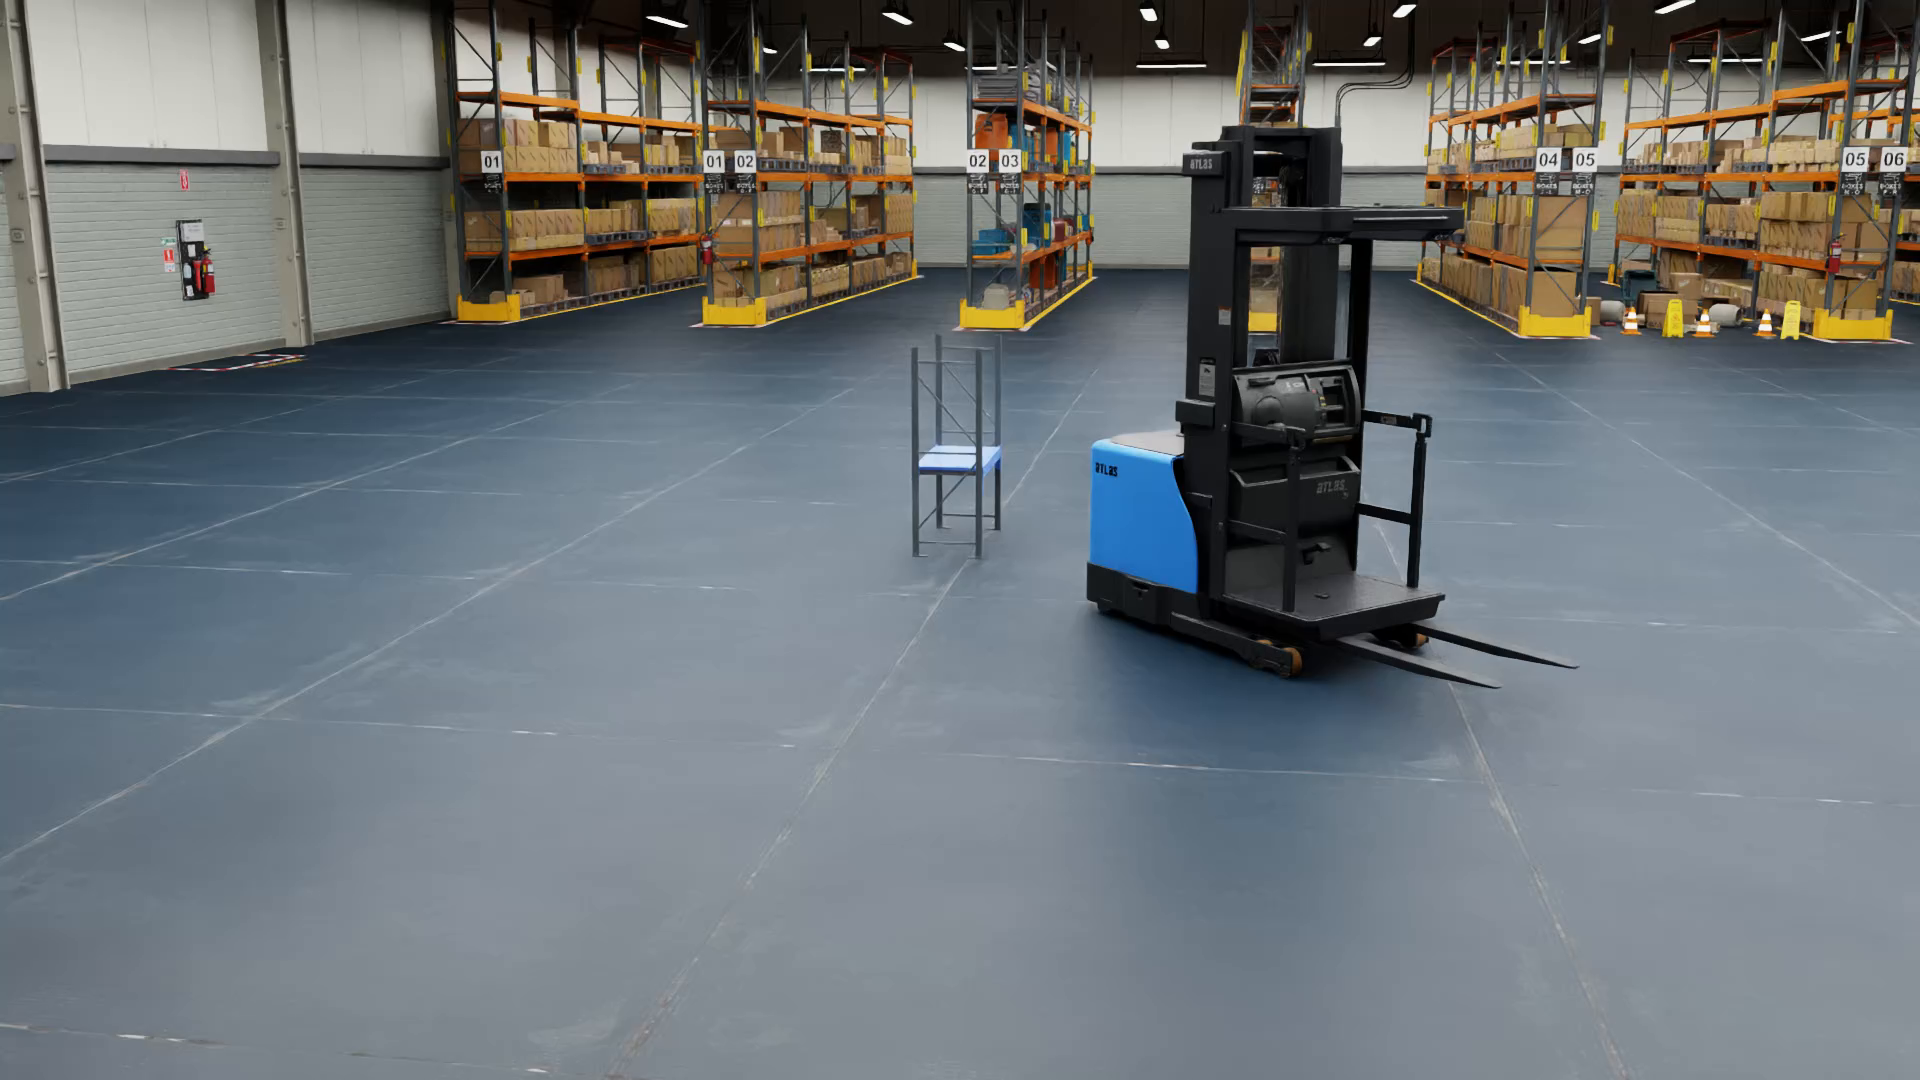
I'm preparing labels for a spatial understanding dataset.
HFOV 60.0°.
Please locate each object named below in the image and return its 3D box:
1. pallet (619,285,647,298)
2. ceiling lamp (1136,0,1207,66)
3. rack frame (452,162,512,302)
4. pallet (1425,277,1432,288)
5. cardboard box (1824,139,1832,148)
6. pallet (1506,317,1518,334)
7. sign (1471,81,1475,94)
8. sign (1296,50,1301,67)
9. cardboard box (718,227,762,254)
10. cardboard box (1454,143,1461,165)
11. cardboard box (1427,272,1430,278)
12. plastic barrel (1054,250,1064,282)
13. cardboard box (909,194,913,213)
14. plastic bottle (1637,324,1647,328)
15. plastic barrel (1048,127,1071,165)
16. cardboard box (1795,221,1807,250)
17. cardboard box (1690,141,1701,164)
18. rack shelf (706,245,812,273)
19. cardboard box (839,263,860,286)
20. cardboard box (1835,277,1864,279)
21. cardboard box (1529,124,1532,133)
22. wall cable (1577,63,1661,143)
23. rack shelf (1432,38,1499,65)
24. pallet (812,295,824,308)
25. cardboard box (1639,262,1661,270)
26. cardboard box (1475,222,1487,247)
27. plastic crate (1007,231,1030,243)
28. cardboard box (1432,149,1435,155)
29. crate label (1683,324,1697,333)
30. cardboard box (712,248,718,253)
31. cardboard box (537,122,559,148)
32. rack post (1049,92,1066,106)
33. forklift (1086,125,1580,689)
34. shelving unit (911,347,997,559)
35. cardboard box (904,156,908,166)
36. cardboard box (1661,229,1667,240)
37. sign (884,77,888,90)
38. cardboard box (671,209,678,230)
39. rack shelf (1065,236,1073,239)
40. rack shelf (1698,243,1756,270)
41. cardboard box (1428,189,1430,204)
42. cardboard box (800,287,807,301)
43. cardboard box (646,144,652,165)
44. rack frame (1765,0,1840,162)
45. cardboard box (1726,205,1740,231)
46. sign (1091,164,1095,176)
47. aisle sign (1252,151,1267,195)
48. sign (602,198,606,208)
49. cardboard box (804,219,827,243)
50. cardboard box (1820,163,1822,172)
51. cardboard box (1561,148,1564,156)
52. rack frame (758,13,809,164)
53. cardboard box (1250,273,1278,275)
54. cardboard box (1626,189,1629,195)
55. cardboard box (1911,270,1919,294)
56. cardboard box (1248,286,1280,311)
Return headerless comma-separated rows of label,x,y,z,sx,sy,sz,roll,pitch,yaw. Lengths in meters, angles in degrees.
pallet,-8.053,-5.865,39.207,1.003,0.211,1.213,2,12,9
ceiling lamp,5.989,-15.019,46.868,2.000,3.144,0.800,2,12,9
rack frame,-9.162,-5.725,31.940,1.000,3.000,0.127,2,12,9
pallet,12.506,-6.593,42.583,1.003,0.211,1.213,2,12,9
cardboard box,15.172,-6.842,28.706,0.380,0.149,0.250,2,12,8
pallet,10.452,-3.868,29.941,1.003,0.211,1.213,2,12,9
sign,13.413,-11.837,43.467,0.100,0.325,0.005,2,12,9
sign,6.670,-9.483,32.732,0.100,0.325,0.005,2,12,9
cardboard box,-4.182,-5.711,31.637,0.700,0.500,0.500,2,12,9
cardboard box,11.885,-8.965,38.610,0.797,0.503,0.637,2,12,8
cardboard box,12.263,-6.842,42.891,0.380,0.149,0.250,1,12,6
plastic barrel,2.263,-6.822,41.012,0.600,0.901,0.708,2,12,9
cardboard box,-1.603,-9.332,46.067,0.500,0.500,0.500,2,12,8
plastic bottle,12.528,-3.947,30.664,0.133,0.061,0.283,-2,12,-11
plastic barrel,2.361,-9.459,39.957,0.600,0.901,0.708,2,12,9
cardboard box,15.286,-5.447,29.706,0.500,0.500,0.500,2,12,8
cardboard box,16.508,-8.521,36.558,0.700,0.500,0.500,1,12,6
rack shelf,-3.959,-5.630,33.207,1.077,0.370,4.000,2,12,9
cardboard box,-2.684,-6.310,39.540,0.500,0.500,0.500,2,12,11
cardboard box,15.790,-4.423,29.649,0.500,0.500,0.500,1,12,7
cardboard box,10.163,-7.183,29.052,0.380,0.149,0.250,2,12,9
wall cable,19.113,-12.354,48.460,2.355,3.000,0.029,2,12,9
rack shelf,12.560,-12.182,41.479,1.077,0.370,4.000,2,12,9
pallet,-3.577,-5.190,36.074,1.003,0.211,1.213,2,12,9
cardboard box,17.498,-6.687,41.488,0.875,0.438,0.875,2,12,7
cardboard box,11.069,-6.377,34.727,0.500,0.500,0.500,2,12,8
plastic crate,1.036,-6.102,33.834,0.767,0.338,0.504,2,12,9
cardboard box,12.384,-10.008,42.915,0.380,0.149,0.250,2,12,9
crate label,13.015,-3.786,29.734,0.250,0.136,0.298,-5,13,-21
cardboard box,-6.787,-7.850,45.197,0.380,0.149,0.250,2,12,7
cardboard box,-8.500,-8.235,33.808,0.500,0.500,0.500,1,12,7
rack post,1.928,-10.118,38.260,0.954,0.300,0.937,2,12,9
forklift,2.035,-0.799,9.246,1.130,2.935,3.031,-8,15,-33
shelving unit,-0.014,-0.714,12.249,0.500,1.500,1.039,2,12,9
cardboard box,-1.710,-10.314,45.283,0.500,0.250,0.500,2,12,9
cardboard box,16.752,-7.157,38.938,0.500,0.250,0.500,2,12,7
sign,-1.872,-11.514,41.965,0.100,0.325,0.005,2,12,9
cardboard box,-7.365,-8.008,41.542,0.500,0.500,0.500,2,12,10
rack shelf,2.165,-7.230,40.165,0.919,0.124,3.809,2,12,9
rack shelf,16.236,-5.820,34.087,1.077,0.370,4.000,2,12,9
cardboard box,12.465,-8.886,43.288,0.500,0.500,0.500,2,12,10
cardboard box,-3.507,-5.156,34.827,0.500,0.250,0.500,2,12,9
cardboard box,-7.884,-9.336,40.291,0.700,0.500,0.500,1,12,6
rack frame,15.928,-8.688,31.448,1.000,3.000,0.127,2,12,9
cardboard box,16.013,-6.578,33.957,0.500,0.500,0.500,1,12,7
sign,3.634,-10.136,45.533,0.100,0.325,0.005,2,12,9
aisle sign,5.215,-6.512,29.417,0.394,0.787,0.004,2,12,9
sign,-8.481,-7.974,39.626,0.100,0.325,0.005,2,12,9
cardboard box,-3.278,-6.930,37.293,0.500,0.500,0.500,1,12,6
cardboard box,15.277,-6.507,29.045,0.380,0.149,0.250,2,12,9
cardboard box,10.892,-6.879,29.534,0.380,0.149,0.250,2,12,9
rack frame,-3.652,-9.331,34.431,1.000,3.000,0.127,2,12,9
cardboard box,6.430,-5.412,35.375,0.700,0.500,0.500,1,12,4
cardboard box,17.323,-8.936,42.688,0.380,0.149,0.250,2,12,10
cardboard box,21.467,-5.719,36.848,0.500,0.500,0.500,2,12,11
cardboard box,5.692,-4.482,31.108,0.500,0.500,0.500,5,13,23
